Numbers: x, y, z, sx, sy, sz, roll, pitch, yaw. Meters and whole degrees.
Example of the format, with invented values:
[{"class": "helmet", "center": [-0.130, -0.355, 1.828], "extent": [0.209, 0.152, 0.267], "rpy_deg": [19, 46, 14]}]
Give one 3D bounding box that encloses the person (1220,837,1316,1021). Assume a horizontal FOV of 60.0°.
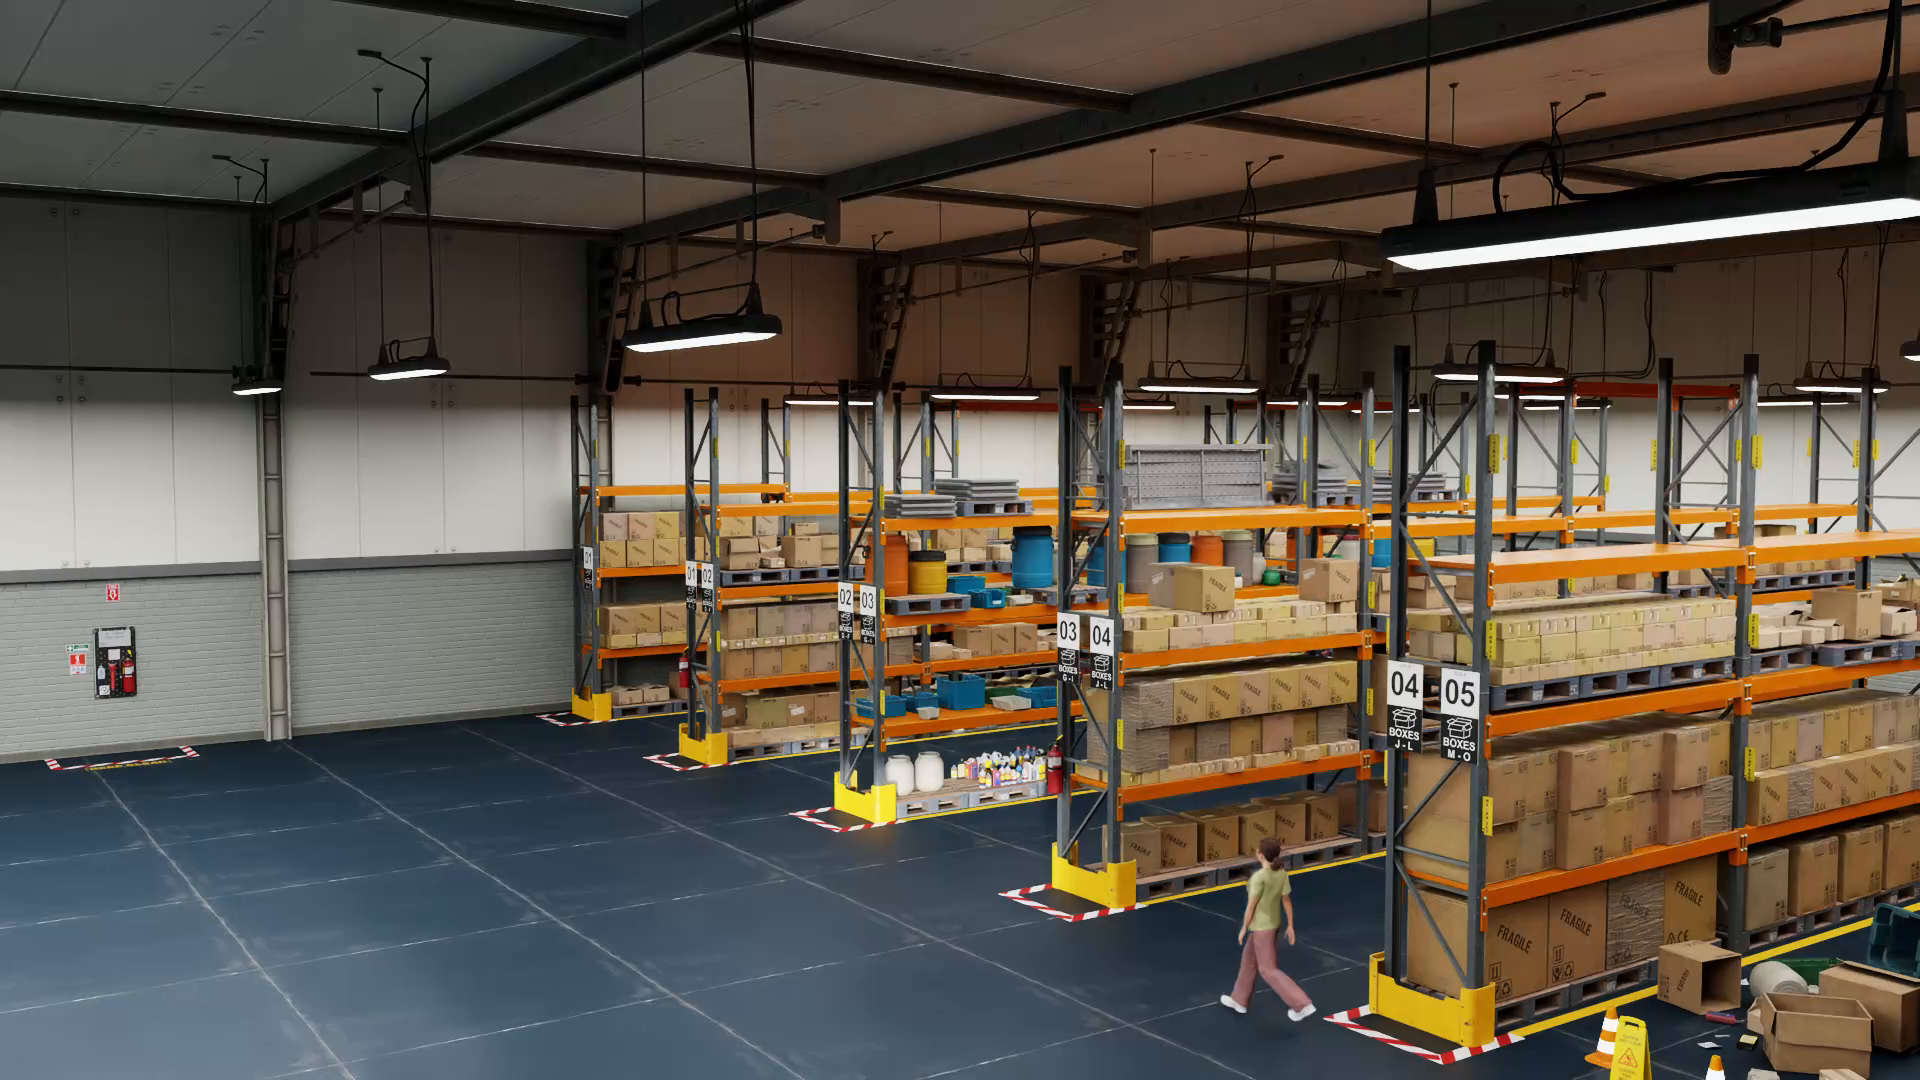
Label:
[{"class": "person", "center": [2.721, 3.456, 14.763], "extent": [0.984, 1.637, 0.434], "rpy_deg": [2, 4, 30]}]
